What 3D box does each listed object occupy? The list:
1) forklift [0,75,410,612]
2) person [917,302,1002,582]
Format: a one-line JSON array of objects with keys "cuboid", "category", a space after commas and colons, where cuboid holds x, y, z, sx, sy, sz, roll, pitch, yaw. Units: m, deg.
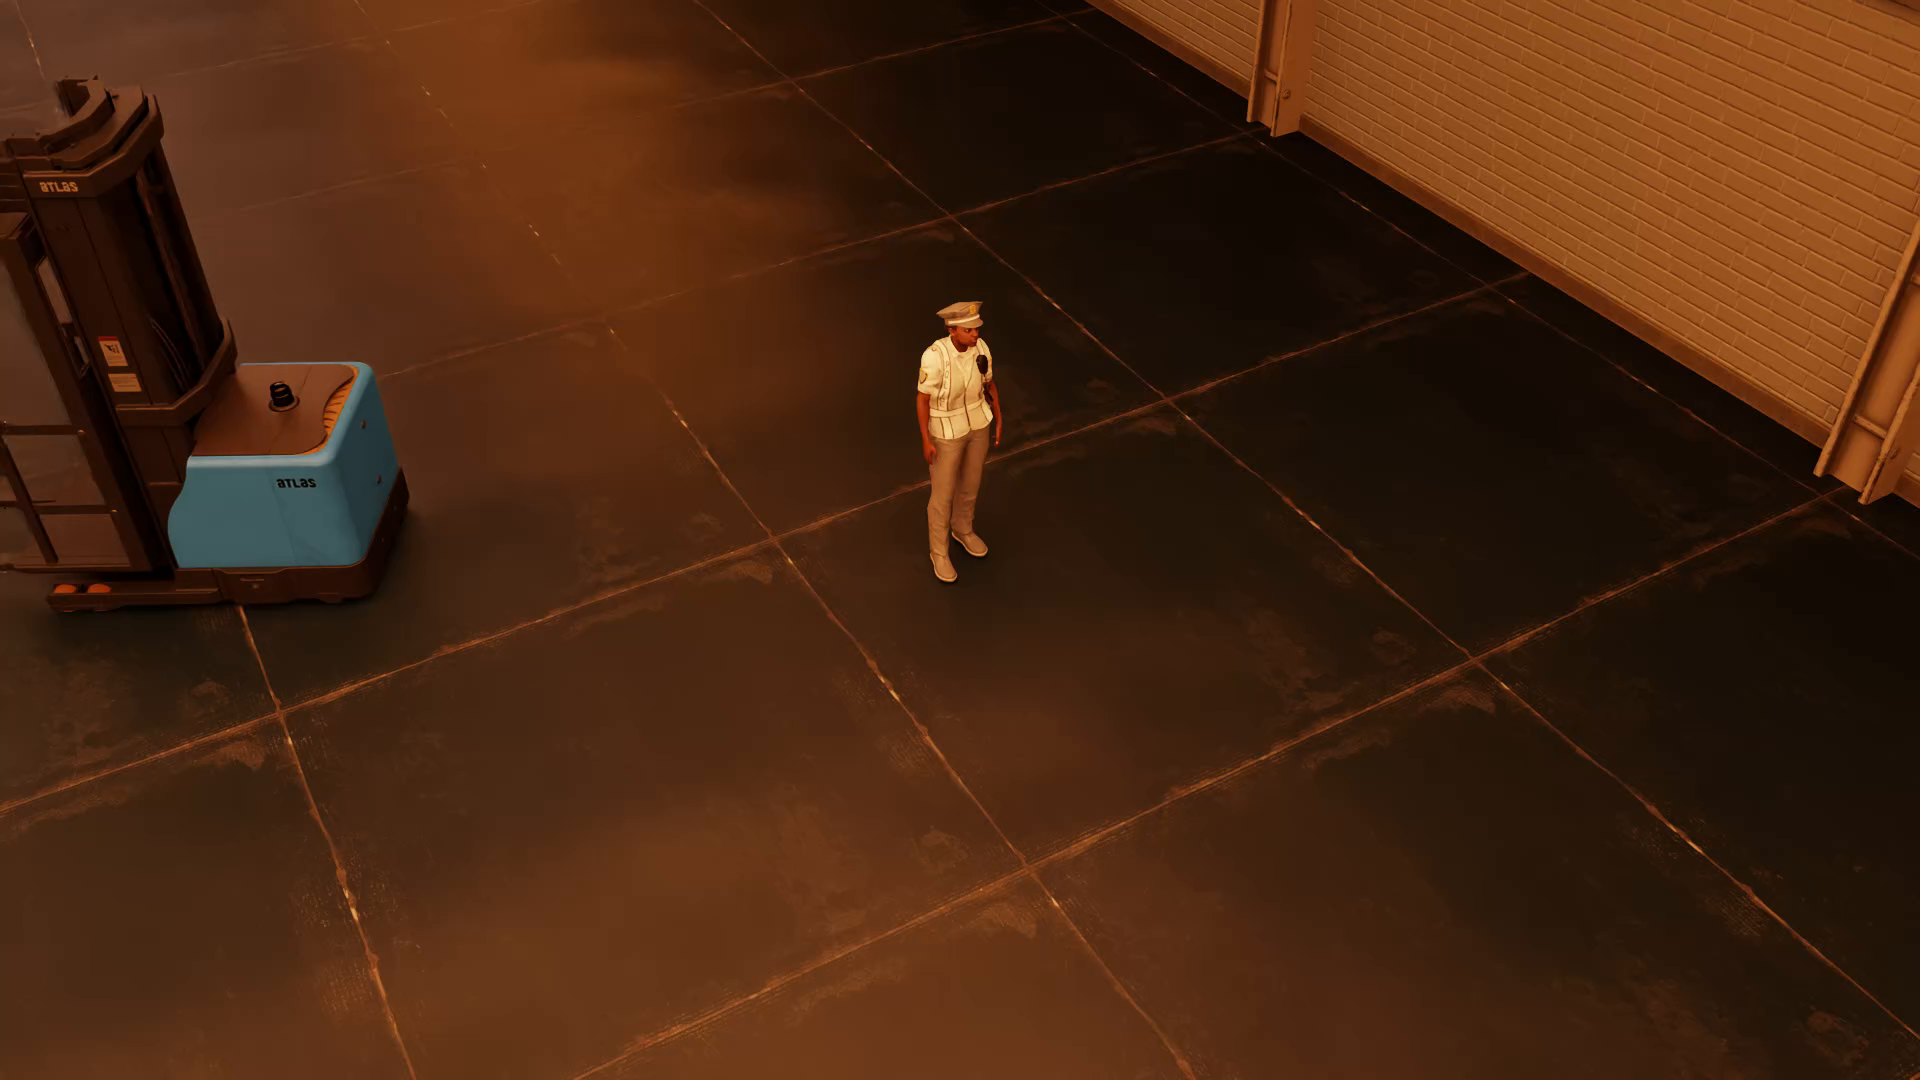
[{"cuboid": [-4.995, -1.046, 9.297, 3.031, 2.935, 1.130, -1, 40, -1], "category": "forklift"}, {"cuboid": [0.020, -0.610, 9.729, 0.569, 1.695, 0.530, -20, 44, -23], "category": "person"}]
